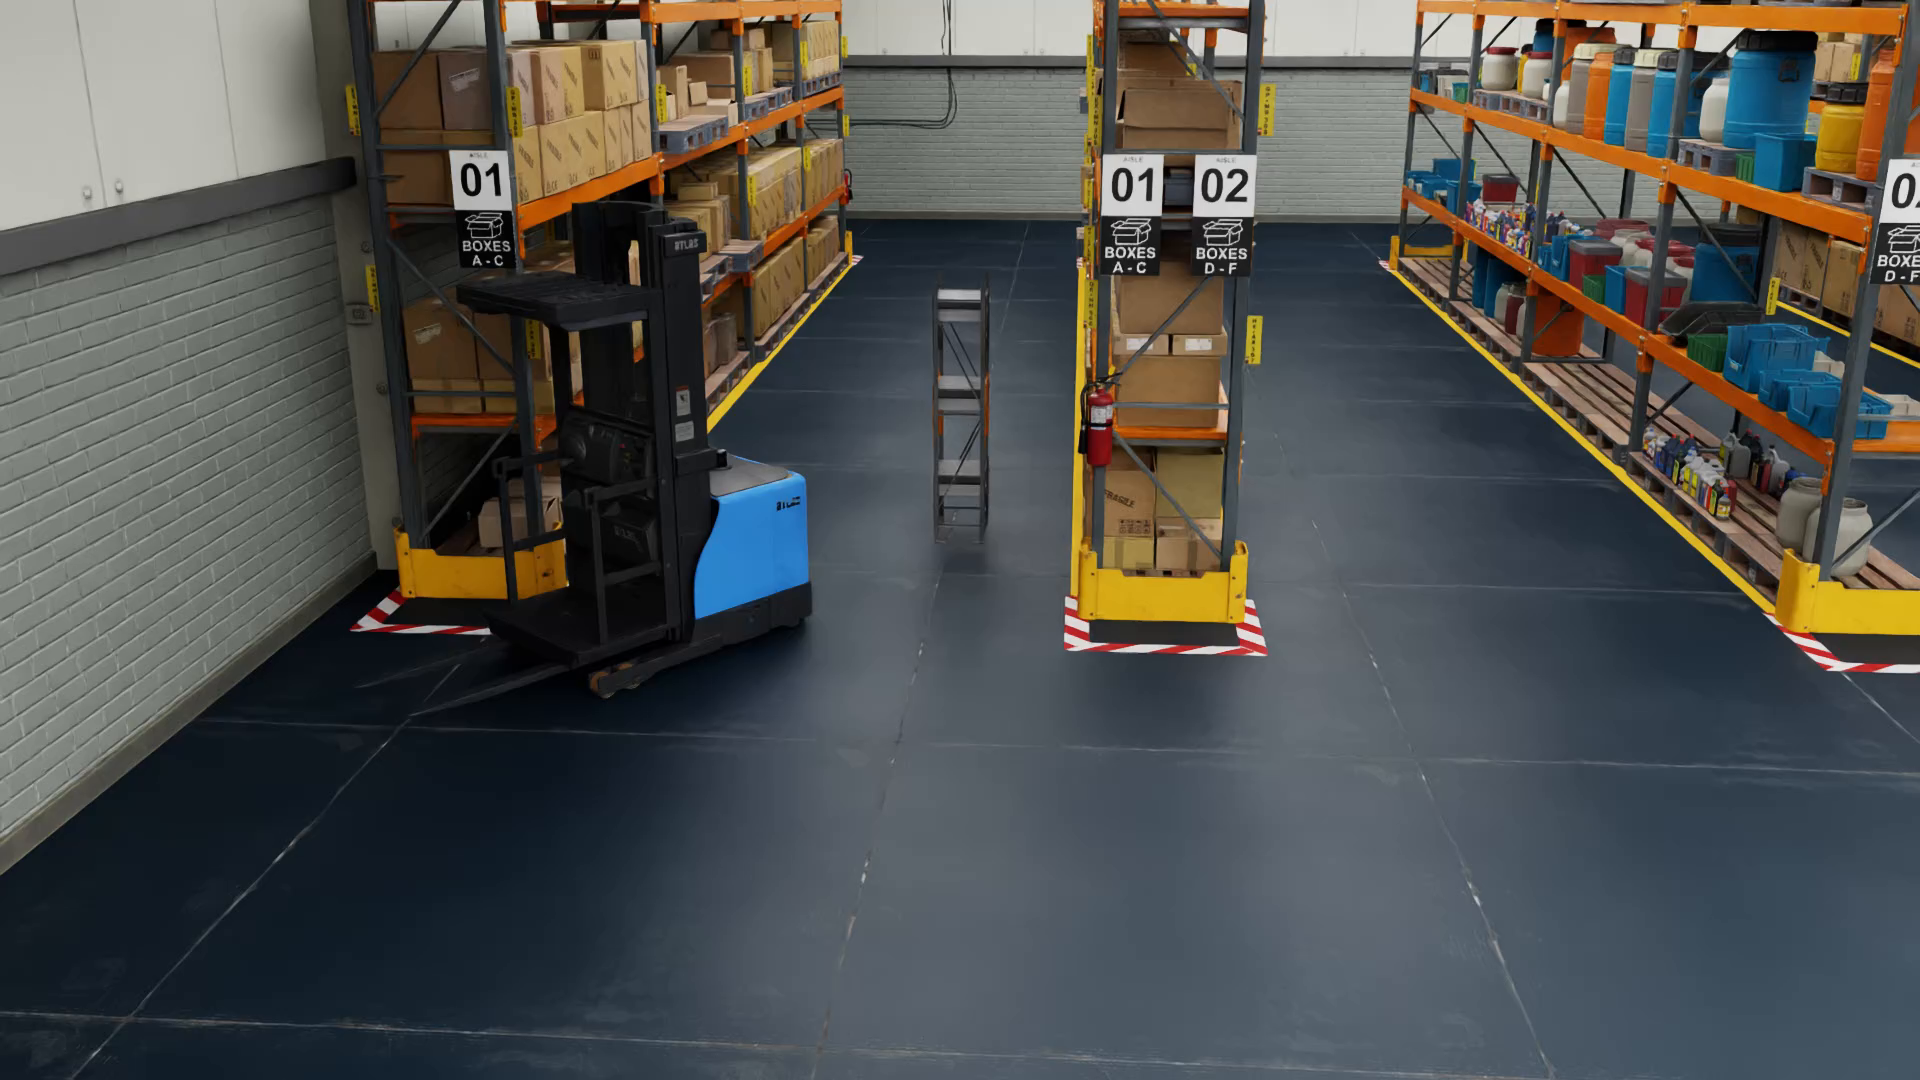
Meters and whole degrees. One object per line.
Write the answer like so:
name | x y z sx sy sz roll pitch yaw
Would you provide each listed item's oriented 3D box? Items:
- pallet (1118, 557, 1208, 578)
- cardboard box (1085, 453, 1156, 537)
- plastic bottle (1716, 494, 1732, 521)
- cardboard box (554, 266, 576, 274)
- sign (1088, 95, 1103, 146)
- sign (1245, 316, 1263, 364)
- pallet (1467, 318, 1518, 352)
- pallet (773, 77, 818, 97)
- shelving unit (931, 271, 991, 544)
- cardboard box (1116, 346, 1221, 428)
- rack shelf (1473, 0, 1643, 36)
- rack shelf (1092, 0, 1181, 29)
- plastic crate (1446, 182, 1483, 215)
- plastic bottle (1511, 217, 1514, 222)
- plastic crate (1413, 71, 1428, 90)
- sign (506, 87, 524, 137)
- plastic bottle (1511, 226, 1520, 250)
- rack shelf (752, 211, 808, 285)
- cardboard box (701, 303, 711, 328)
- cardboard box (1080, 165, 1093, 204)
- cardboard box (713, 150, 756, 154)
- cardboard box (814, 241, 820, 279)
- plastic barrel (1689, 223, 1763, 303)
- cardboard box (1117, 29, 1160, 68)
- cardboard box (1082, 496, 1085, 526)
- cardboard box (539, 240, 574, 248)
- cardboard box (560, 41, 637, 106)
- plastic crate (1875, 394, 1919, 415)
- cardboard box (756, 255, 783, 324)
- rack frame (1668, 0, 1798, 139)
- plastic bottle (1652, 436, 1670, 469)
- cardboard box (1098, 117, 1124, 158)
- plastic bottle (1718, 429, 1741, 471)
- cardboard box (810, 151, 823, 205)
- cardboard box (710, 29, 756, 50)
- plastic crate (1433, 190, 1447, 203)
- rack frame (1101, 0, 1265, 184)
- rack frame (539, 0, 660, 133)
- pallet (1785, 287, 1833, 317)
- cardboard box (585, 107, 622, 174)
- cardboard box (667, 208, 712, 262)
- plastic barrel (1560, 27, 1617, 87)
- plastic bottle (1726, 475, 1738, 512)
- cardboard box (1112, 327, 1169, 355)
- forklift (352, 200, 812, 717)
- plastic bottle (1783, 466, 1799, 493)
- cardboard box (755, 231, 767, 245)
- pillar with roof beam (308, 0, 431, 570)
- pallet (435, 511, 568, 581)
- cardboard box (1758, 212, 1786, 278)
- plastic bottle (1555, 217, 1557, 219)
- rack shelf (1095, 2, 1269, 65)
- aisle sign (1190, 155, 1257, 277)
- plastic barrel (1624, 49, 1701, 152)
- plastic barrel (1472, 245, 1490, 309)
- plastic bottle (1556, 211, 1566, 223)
pallet | 1.439 0.172 12.558 1.003 0.211 1.213 1 18 4
cardboard box | 1.168 -0.337 12.170 0.500 0.500 0.500 1 18 4
plastic bottle | 6.061 -0.262 13.193 0.097 0.201 0.097 0 18 0
cardboard box | -3.067 -1.934 13.513 0.500 0.500 0.500 2 18 6
sign | 0.886 -2.739 10.853 0.100 0.325 0.005 1 18 4
sign | 1.980 -1.349 11.205 0.100 0.325 0.005 1 18 4
pallet | 7.045 -2.586 20.975 1.003 0.211 1.213 1 18 4
pallet | -2.585 -6.388 23.425 1.003 0.211 1.213 1 18 4
shelving unit | 0.012 -1.049 13.253 0.431 2.100 0.503 1 18 4
cardboard box | 1.473 -1.106 11.822 0.700 0.500 0.500 1 18 4
rack shelf | 7.084 -6.227 19.773 1.077 0.370 4.000 1 18 4
rack shelf | 2.143 -6.339 20.114 1.077 0.370 4.000 1 18 4
plastic crate | 6.920 -4.703 22.888 0.392 0.384 0.575 1 18 4
plastic bottle | 6.825 -3.874 20.636 0.097 0.271 0.097 0 18 0
plastic crate | 7.208 -7.022 25.428 0.497 0.269 0.590 1 18 4
sign | -2.974 -2.852 11.090 0.100 0.325 0.005 1 18 4
plastic bottle | 6.615 -3.589 19.766 0.097 0.271 0.097 0 18 0
rack shelf | -2.798 -3.788 21.320 1.077 0.370 4.000 1 18 4
cardboard box | -3.044 -2.485 18.295 0.500 0.250 0.500 2 18 5
cardboard box | 2.030 -4.746 22.255 0.700 0.500 0.500 -5 19 -15
cardboard box | -2.978 -5.006 22.008 0.500 0.250 0.500 1 18 5
cardboard box | -2.459 -4.148 24.606 0.700 0.500 0.500 1 18 3
plastic barrel | 6.983 -2.396 15.114 0.600 0.901 0.708 1 18 4
cardboard box | 2.074 -5.641 19.237 0.500 0.500 0.500 1 18 4
cardboard box | 1.228 -0.291 13.236 0.500 0.250 0.500 1 18 4
cardboard box | -3.470 -2.419 14.993 0.500 0.500 0.500 1 18 3
cardboard box | -3.022 -3.891 13.863 0.500 0.500 0.500 2 18 7
plastic crate | 6.752 -0.948 11.922 0.298 0.136 0.250 1 18 4
cardboard box | -2.689 -3.184 21.100 0.750 0.750 0.750 1 18 4
rack frame | 6.654 -4.896 13.912 1.000 3.000 0.127 1 18 4
plastic bottle | 6.198 -0.769 14.621 0.152 0.276 0.135 2 18 6
cardboard box | 1.246 -2.898 11.974 0.500 0.250 0.500 1 18 4
plastic bottle | 6.751 -0.792 14.570 0.144 0.351 0.185 1 18 4
cardboard box | -2.542 -5.288 24.262 0.980 0.700 0.700 1 18 3
cardboard box | -2.873 -6.347 21.087 0.500 0.250 0.500 1 18 2
plastic crate | 7.052 -4.980 24.132 0.293 0.136 0.466 1 18 4
rack frame | 1.426 -3.765 10.462 1.000 3.000 0.127 1 18 4
rack frame | -3.228 -5.117 14.587 1.000 3.000 0.127 1 18 4
pallet | 12.300 -3.328 23.241 1.003 0.211 1.213 1 18 4
cardboard box | -3.069 -3.256 13.534 0.500 0.500 0.500 1 18 2
cardboard box | -3.032 -3.231 17.600 0.700 0.500 0.500 1 18 4
plastic barrel | 6.984 -5.292 18.576 0.600 0.830 0.708 1 18 4
plastic bottle | 6.213 -0.376 13.410 0.061 0.283 0.133 1 18 4
cardboard box | 1.264 -1.393 11.655 0.380 0.149 0.250 1 18 3
forklift | -2.404 -0.582 10.492 1.130 2.935 3.031 16 24 40
plastic bottle | 6.854 -0.472 13.720 0.097 0.271 0.097 0 18 0
cardboard box | -2.556 -3.654 20.129 0.380 0.149 0.250 2 18 6
pillar with roof beam | -0.033 -4.015 11.225 9.100 9.000 0.400 1 18 4
pallet | -3.416 0.026 13.004 1.003 0.211 1.213 1 18 4
cardboard box | 12.423 -4.368 24.674 0.875 0.875 0.875 1 18 4
plastic bottle | 7.381 -3.878 20.648 0.097 0.271 0.097 0 18 0
rack shelf | 1.570 -3.854 12.532 1.077 0.370 4.000 1 18 4
aisle sign | 1.727 -2.122 10.908 0.394 0.787 0.004 1 18 4
plastic barrel | 6.520 -4.074 15.418 0.600 0.901 0.600 0 18 0
plastic barrel | 7.171 -3.563 22.176 0.600 0.901 0.708 1 18 4
plastic bottle | 7.409 -3.871 20.499 0.144 0.351 0.185 1 18 4
